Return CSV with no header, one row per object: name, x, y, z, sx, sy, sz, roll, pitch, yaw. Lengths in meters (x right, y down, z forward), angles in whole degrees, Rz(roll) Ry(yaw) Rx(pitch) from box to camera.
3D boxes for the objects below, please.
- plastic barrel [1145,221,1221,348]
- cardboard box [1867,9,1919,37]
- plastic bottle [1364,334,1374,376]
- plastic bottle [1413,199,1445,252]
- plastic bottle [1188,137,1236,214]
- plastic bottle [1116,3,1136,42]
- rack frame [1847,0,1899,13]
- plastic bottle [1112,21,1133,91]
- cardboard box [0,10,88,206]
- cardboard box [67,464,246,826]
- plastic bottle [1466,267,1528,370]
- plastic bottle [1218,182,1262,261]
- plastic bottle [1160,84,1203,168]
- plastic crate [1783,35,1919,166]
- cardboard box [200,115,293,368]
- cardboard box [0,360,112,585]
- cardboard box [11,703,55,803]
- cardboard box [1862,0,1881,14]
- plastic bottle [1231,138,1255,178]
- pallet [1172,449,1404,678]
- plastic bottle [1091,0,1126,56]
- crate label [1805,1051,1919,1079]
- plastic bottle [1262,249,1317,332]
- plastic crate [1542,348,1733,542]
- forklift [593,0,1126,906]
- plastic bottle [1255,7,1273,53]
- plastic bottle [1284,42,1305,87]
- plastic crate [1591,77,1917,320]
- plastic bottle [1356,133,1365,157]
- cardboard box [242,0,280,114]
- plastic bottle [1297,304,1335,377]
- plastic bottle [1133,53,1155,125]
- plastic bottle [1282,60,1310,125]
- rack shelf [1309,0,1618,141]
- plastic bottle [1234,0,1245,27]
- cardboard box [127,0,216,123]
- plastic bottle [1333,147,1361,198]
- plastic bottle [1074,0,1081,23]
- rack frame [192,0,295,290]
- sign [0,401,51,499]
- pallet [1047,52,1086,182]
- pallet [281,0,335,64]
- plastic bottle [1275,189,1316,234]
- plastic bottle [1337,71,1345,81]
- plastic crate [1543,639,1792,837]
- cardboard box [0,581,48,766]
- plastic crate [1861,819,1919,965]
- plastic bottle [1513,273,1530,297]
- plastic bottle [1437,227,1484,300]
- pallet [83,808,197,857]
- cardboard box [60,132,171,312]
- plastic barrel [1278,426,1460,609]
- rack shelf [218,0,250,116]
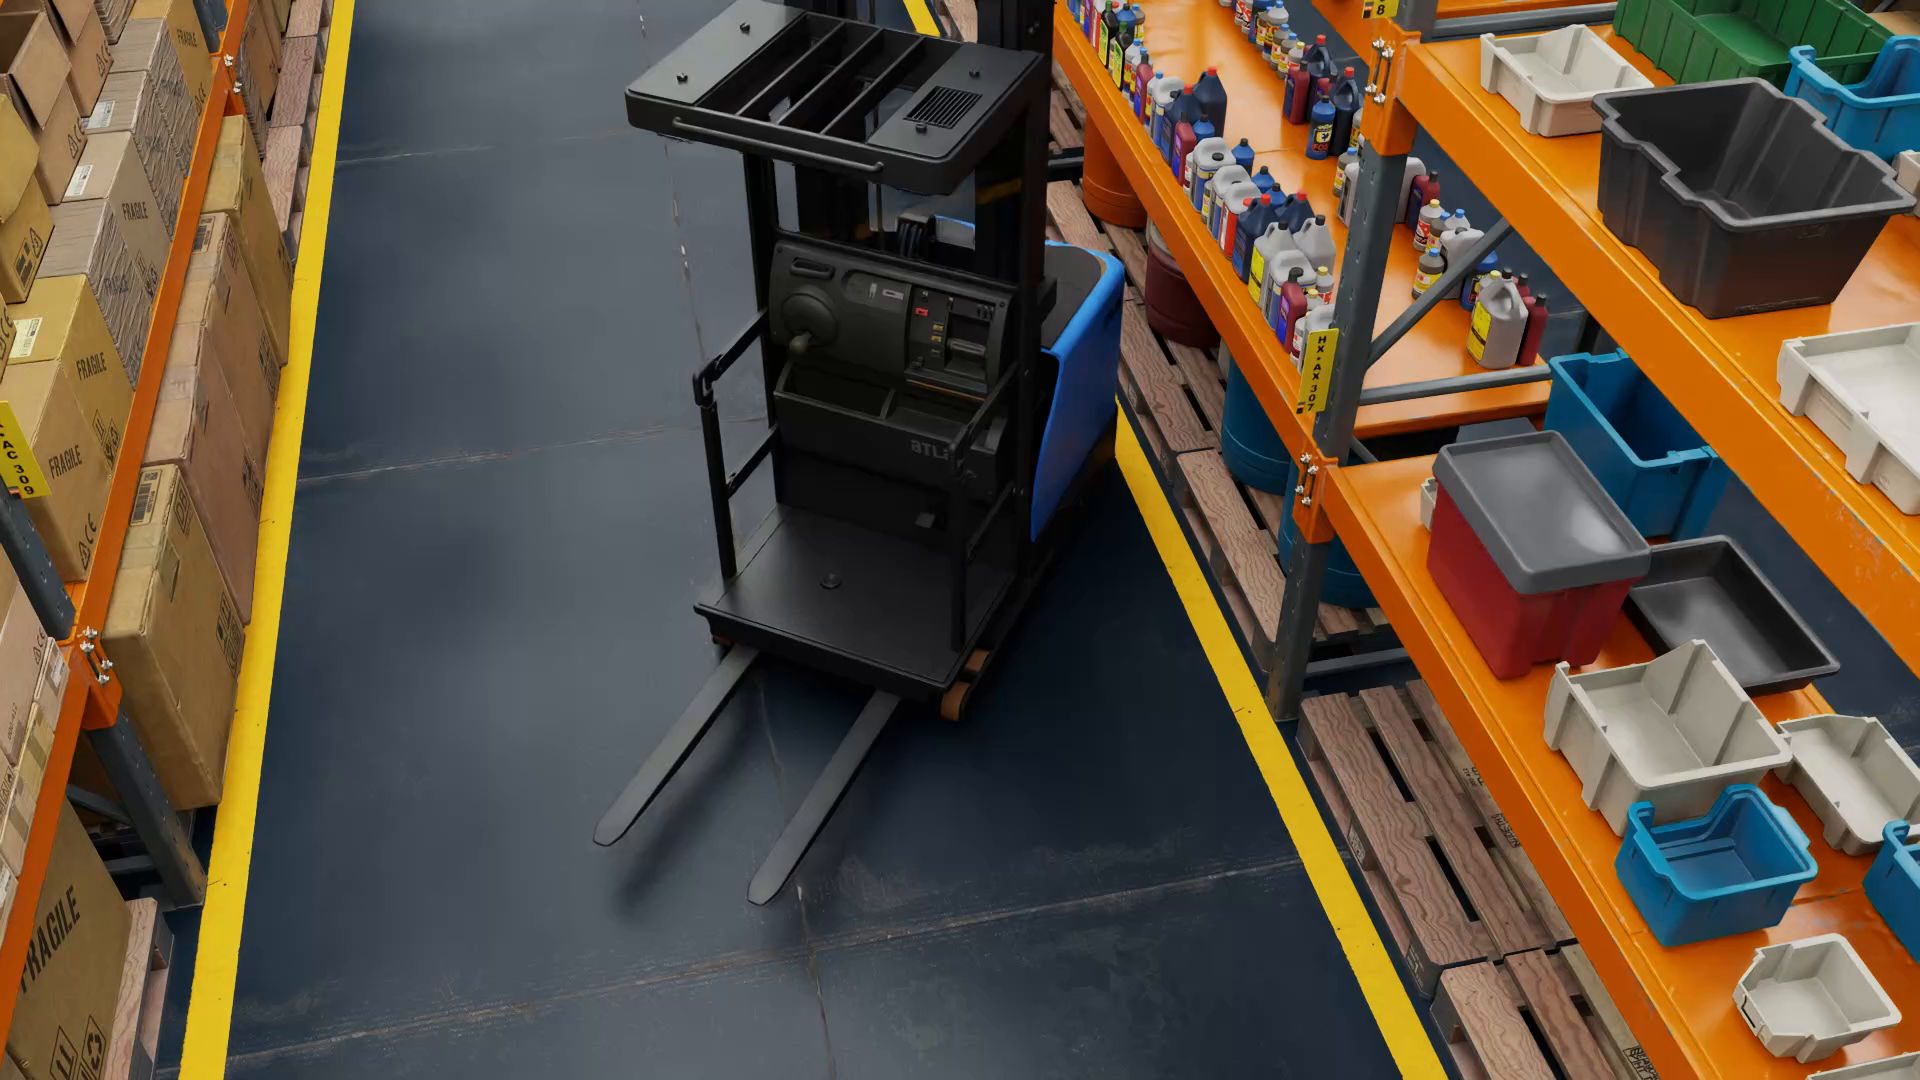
plastic barrel,1.198,-1.320,7.978,0.600,0.588,0.708,-8,42,-9
cardboard box,5.489,-2.713,9.598,0.500,0.500,0.500,-7,42,-7
plastic bottle,1.413,-0.684,5.910,0.097,0.201,0.097,0,42,0
plastic bottle,1.848,-1.242,6.539,0.097,0.201,0.097,0,42,0
plastic bottle,1.028,-1.483,6.755,0.152,0.276,0.135,-8,42,-9
plastic bottle,0.768,-2.367,7.753,0.097,0.271,0.097,0,42,0
rack frame,5.670,-3.819,9.293,1.000,3.000,0.127,-8,42,-9
plastic bottle,0.744,-2.198,7.555,0.061,0.283,0.133,-8,42,-9
cardboard box,-3.573,-1.482,5.829,0.797,0.503,0.637,-7,42,-8
cardboard box,-3.298,0.416,5.806,1.225,0.875,0.875,-8,42,-9
plastic bottle,1.927,-0.801,5.930,0.144,0.351,0.185,-8,42,-9
plastic bottle,1.107,-1.245,6.487,0.152,0.276,0.135,-8,42,-9
plastic bottle,0.940,-1.763,7.014,0.144,0.351,0.185,-8,42,-9
plastic crate,2.204,-1.034,4.022,0.416,0.233,0.300,-8,42,-9
cardboard box,-3.875,-1.314,7.755,1.225,0.875,0.875,-10,43,-11
cardboard box,-2.996,-0.181,5.119,0.500,0.500,0.500,-8,42,-9
cardboard box,-2.699,0.603,4.501,0.380,0.149,0.250,-8,42,-8
cardboard box,5.316,-3.462,10.223,0.500,0.311,0.500,-7,42,-8
plastic bottle,1.146,-1.511,6.790,0.097,0.271,0.097,0,42,0
pallet,1.570,0.018,7.071,1.003,0.211,1.213,-8,42,-9
plastic bottle,0.710,-2.439,7.831,0.152,0.276,0.135,-8,42,-9
crate label,2.074,1.280,3.701,0.396,0.136,0.243,-8,42,-9
plastic bottle,1.216,-0.918,6.119,0.152,0.276,0.135,-8,42,-9
plastic crate,2.130,-0.282,5.275,0.392,0.384,0.575,-8,42,-9
forklift,-0.350,-0.718,5.851,1.130,2.935,3.031,16,44,18
plastic bottle,1.456,-2.420,7.866,0.097,0.201,0.097,0,42,0
plastic bottle,1.540,-2.168,7.582,0.097,0.201,0.097,0,42,0
plastic crate,1.696,-0.747,3.671,0.497,0.269,0.590,-8,42,-9
plastic bottle,1.718,-1.578,6.861,0.152,0.276,0.135,-8,42,-9
cardboard box,-4.429,-2.787,9.682,0.700,0.500,0.500,-5,42,-6
plastic bottle,1.295,-0.682,5.852,0.152,0.276,0.135,-8,42,-9
plastic bottle,0.815,-1.986,7.315,0.061,0.283,0.133,-8,42,-9
plastic bottle,1.482,-1.986,7.315,0.061,0.283,0.133,-8,42,-9
rack shelf,1.264,-2.668,6.279,1.077,0.370,4.000,-8,42,-9
plastic bottle,1.393,-2.609,8.080,0.097,0.201,0.097,0,42,0
cardboard box,-3.655,-2.155,7.343,0.500,0.500,0.500,-7,42,-8
plastic bottle,1.600,-1.520,6.852,0.097,0.201,0.097,0,42,0
plastic bottle,0.608,-2.658,8.081,0.097,0.271,0.097,0,42,0
rack frame,-4.004,-2.402,7.696,1.000,3.000,0.127,-8,42,-9
sign,-2.599,-0.243,4.553,0.100,0.325,0.005,-8,42,-9
pallet,0.703,-2.577,9.994,1.003,0.211,1.213,-8,42,-9
pallet,-4.698,-3.448,10.975,1.003,0.211,1.213,-8,42,-9
plastic bottle,1.279,-1.190,6.368,0.144,0.351,0.185,-8,42,-9
plastic bottle,1.652,-1.920,7.241,0.061,0.283,0.133,-8,42,-9
plastic crate,1.845,0.519,4.450,0.437,0.282,0.530,-8,42,-9
cardboard box,-2.789,0.384,4.447,0.500,0.250,0.500,-9,42,-10
plastic crate,2.478,0.859,4.104,0.416,0.233,0.300,-8,42,-9
plastic bottle,2.004,-0.861,6.048,0.061,0.283,0.133,-8,42,-9
plastic bottle,1.889,-1.064,6.283,0.152,0.276,0.135,-8,42,-9
pallet,-3.381,0.744,6.253,1.003,0.211,1.213,-8,42,-9
cardboard box,-3.329,-1.165,6.228,0.500,0.500,0.500,-8,42,-8
plastic barrel,1.595,-0.246,6.532,0.600,0.901,0.708,-8,42,-9
rack shelf,-4.436,-3.429,9.396,1.077,0.370,4.000,-8,42,-9
